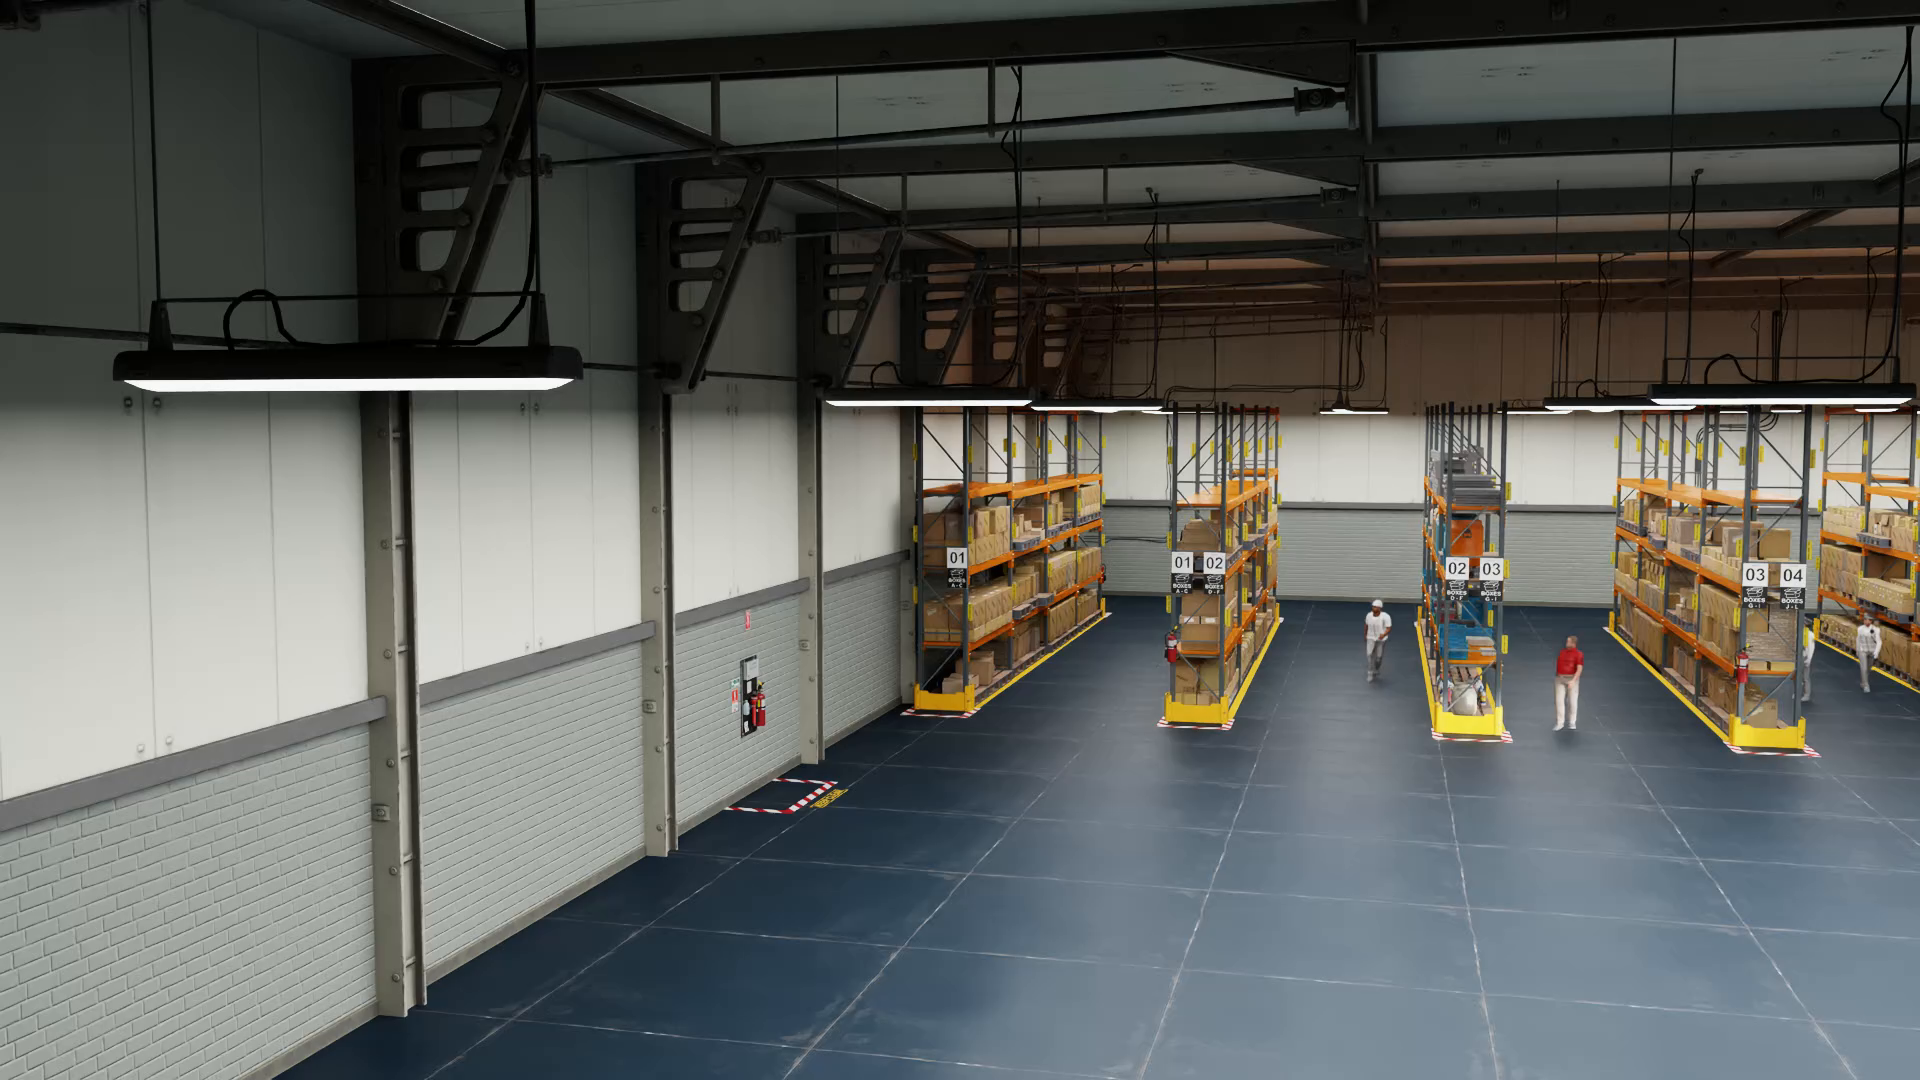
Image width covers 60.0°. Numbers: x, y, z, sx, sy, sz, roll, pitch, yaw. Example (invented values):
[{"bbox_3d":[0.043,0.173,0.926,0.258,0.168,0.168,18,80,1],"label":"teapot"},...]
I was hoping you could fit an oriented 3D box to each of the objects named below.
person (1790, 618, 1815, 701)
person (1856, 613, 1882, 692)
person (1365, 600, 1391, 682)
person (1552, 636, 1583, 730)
[{"bbox_3d":[17.075,2.406,33.727,0.364,1.707,0.515,-3,5,-31],"label":"person"},{"bbox_3d":[18.972,2.330,34.723,0.423,1.634,0.996,1,4,12],"label":"person"},{"bbox_3d":[9.140,2.181,36.399,0.570,1.746,1.003,1,4,17],"label":"person"},{"bbox_3d":[11.138,2.638,30.478,0.533,1.766,0.590,3,5,34],"label":"person"}]
